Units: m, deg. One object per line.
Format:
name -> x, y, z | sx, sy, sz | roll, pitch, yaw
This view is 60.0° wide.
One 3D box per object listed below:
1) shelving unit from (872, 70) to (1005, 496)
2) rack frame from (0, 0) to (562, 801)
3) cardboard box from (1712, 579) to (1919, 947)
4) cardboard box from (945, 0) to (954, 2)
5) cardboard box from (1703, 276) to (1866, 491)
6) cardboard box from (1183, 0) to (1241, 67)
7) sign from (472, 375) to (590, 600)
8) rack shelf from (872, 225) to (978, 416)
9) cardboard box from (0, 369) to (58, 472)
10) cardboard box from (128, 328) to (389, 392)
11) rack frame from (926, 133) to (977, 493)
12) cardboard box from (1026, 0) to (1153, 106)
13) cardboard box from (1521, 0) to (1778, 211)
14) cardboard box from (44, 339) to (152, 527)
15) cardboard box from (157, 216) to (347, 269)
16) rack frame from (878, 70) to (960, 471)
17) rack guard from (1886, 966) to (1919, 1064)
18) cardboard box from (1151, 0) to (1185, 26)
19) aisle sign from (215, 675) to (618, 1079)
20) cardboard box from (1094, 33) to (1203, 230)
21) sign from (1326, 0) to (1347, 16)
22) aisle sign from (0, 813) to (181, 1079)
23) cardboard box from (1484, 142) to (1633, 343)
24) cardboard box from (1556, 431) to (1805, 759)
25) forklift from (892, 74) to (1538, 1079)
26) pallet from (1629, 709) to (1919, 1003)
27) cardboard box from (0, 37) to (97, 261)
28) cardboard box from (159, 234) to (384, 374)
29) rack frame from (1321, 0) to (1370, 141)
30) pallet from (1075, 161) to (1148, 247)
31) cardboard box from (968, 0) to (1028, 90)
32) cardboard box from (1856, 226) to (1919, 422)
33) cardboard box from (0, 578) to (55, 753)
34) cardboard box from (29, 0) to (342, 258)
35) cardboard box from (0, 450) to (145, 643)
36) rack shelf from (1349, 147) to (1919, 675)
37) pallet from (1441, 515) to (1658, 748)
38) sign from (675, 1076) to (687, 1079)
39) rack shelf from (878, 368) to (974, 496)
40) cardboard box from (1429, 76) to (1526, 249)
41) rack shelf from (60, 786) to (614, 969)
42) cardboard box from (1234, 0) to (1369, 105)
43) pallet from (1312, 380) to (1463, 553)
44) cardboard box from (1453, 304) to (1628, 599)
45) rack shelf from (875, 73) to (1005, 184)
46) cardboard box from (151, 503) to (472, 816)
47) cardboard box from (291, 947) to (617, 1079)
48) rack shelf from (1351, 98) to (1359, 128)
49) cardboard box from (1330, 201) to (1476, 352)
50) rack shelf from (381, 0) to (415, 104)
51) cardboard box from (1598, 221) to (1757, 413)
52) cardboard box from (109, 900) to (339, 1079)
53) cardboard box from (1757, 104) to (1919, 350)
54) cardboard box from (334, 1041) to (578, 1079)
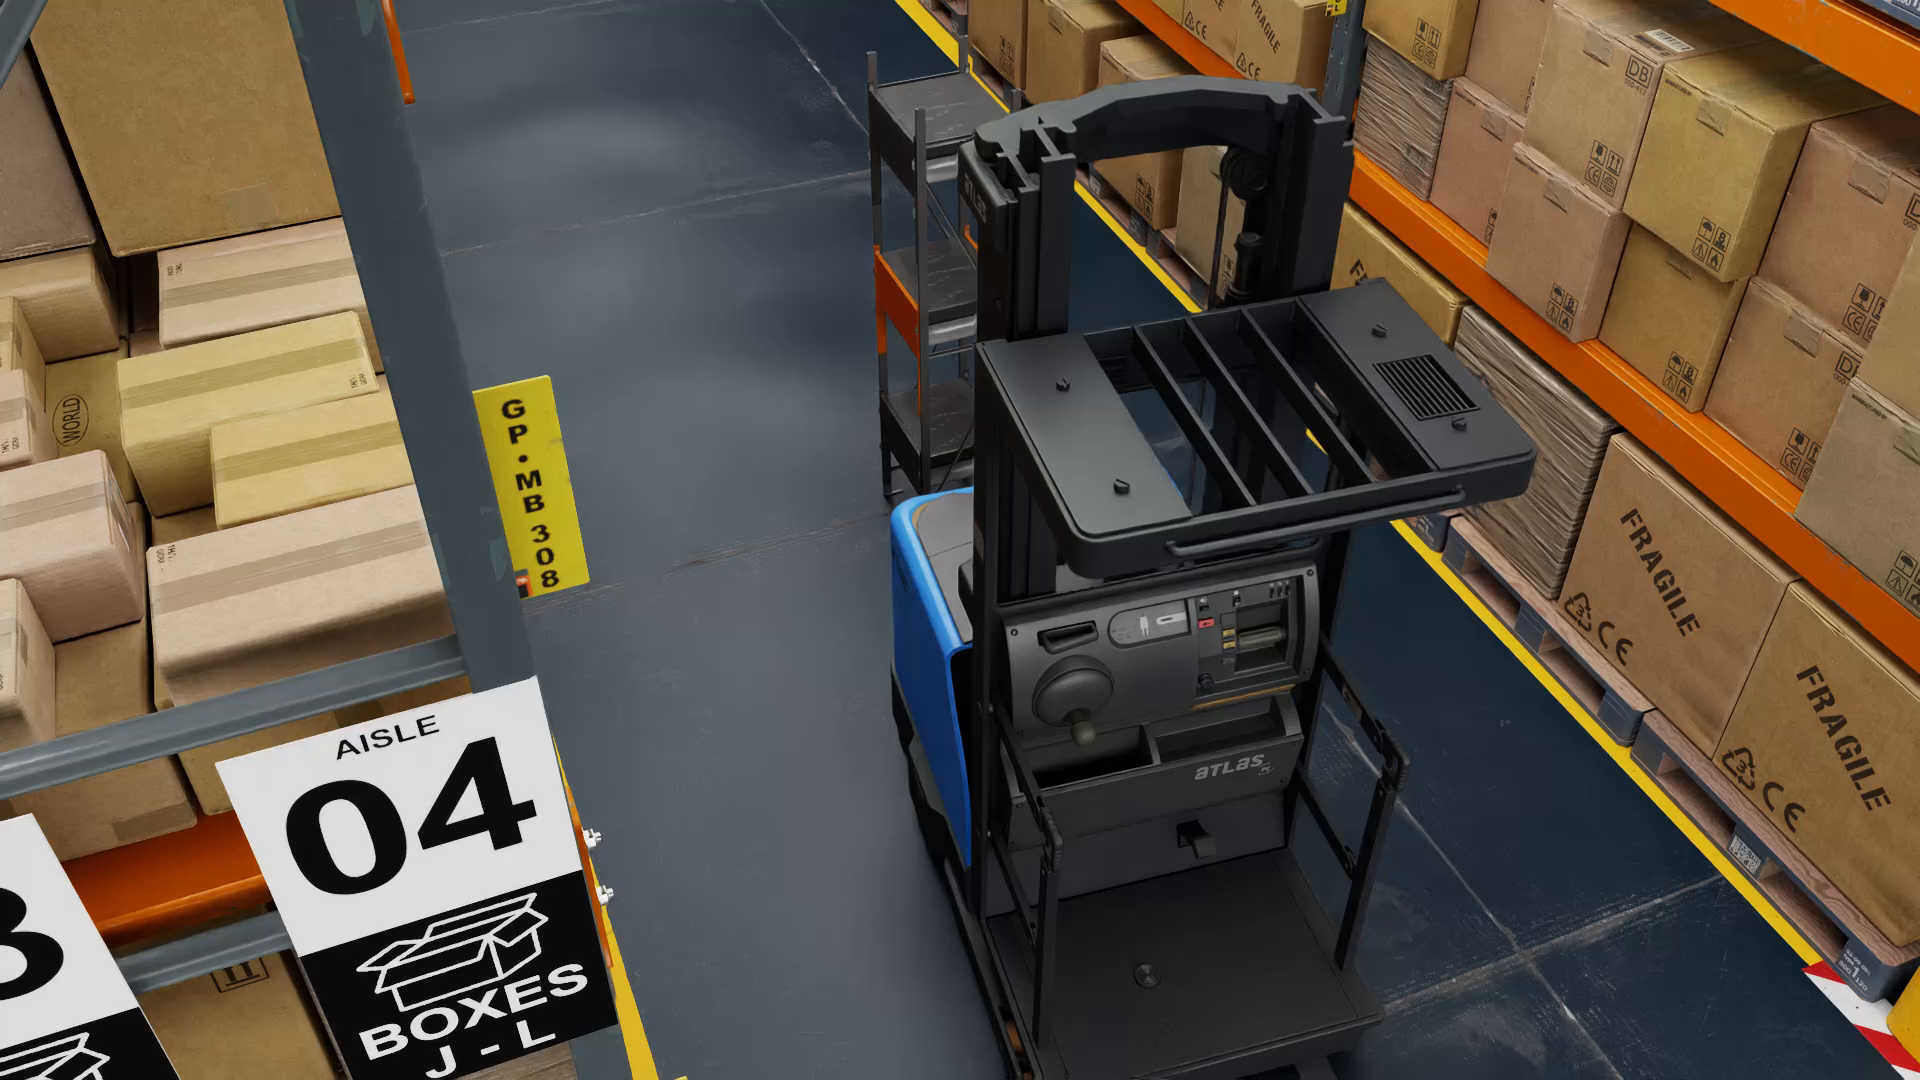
shelving unit -> 5.281, -3.592, 7.404 | 12.070, 5.092, 0.667 | -15, 43, -17
rack frame -> -1.030, -0.728, 1.195 | 1.000, 3.000, 0.127 | -15, 43, -17
cardboard box -> 3.271, 0.624, 5.531 | 0.875, 0.875, 0.875 | -15, 43, -17
cardboard box -> 0.037, -3.992, 11.186 | 0.500, 0.500, 0.500 | -15, 43, -17
cardboard box -> 3.079, -0.594, 5.525 | 0.875, 0.550, 0.550 | -15, 43, -17
cardboard box -> 1.421, -2.629, 7.930 | 0.500, 0.500, 0.500 | -16, 43, -17
sign -> -0.528, -0.058, 2.045 | 0.100, 0.325, 0.005 | -15, 43, -17
rack shelf -> -0.063, -0.885, 6.690 | 0.431, 0.518, 0.480 | -15, 43, -17
cardboard box -> -1.621, -0.098, 2.572 | 0.380, 0.149, 0.250 | -17, 43, -19
cardboard box -> -1.178, -0.198, 2.994 | 0.500, 0.250, 0.500 | -16, 43, -18
rack frame -> 0.031, -0.749, 6.511 | 0.380, 1.831, 0.006 | -15, 43, -17
cardboard box -> 1.018, -2.840, 9.656 | 1.050, 0.750, 0.750 | -14, 43, -16
cardboard box -> 2.568, -1.613, 5.882 | 0.875, 0.550, 0.550 | -15, 43, -17
cardboard box -> -1.643, -0.061, 2.835 | 0.500, 0.250, 0.500 | -15, 43, -17
cardboard box -> -1.269, -0.540, 3.085 | 0.380, 0.149, 0.250 | -15, 43, -17
rack frame -> -0.155, -1.043, 6.853 | 0.380, 1.831, 0.006 | -15, 43, -17
rack guard -> 3.601, 1.332, 5.317 | 1.175, 0.500, 0.348 | -15, 43, -17
cardboard box -> 1.228, -2.934, 8.284 | 0.500, 0.500, 0.500 | -15, 43, -16
aisle sign -> -0.729, 0.523, 2.347 | 0.394, 0.787, 0.004 | -15, 43, -17
cardboard box -> 1.375, -2.279, 9.003 | 1.050, 0.750, 0.750 | -15, 43, -17
sign -> 1.563, -2.307, 6.805 | 0.100, 0.325, 0.005 | -15, 43, -17
aisle sign -> -1.283, 0.673, 2.173 | 0.394, 0.787, 0.004 | -15, 43, -17
cardboard box -> 2.542, -1.197, 6.226 | 0.875, 0.550, 0.550 | -15, 43, -17
cardboard box -> 2.932, 0.095, 6.147 | 0.875, 0.875, 0.875 | -16, 43, -18
forklift -> 0.636, 0.401, 4.535 | 1.121, 2.935, 3.031 | -11, 42, -12
pallet -> 3.213, 0.965, 5.966 | 1.003, 0.211, 1.213 | -15, 43, -17
cardboard box -> -1.857, -0.802, 2.893 | 0.500, 0.500, 0.500 | -15, 43, -17
cardboard box -> -1.180, -0.392, 2.914 | 0.380, 0.149, 0.250 | -13, 42, -15
rack frame -> 2.061, -2.039, 7.321 | 1.000, 3.000, 0.127 | -15, 43, -17
pallet -> 1.226, -2.164, 9.605 | 1.003, 0.211, 1.213 | -15, 43, -17
cardboard box -> 0.680, -3.366, 10.267 | 1.050, 0.750, 0.750 | -16, 43, -17
cardboard box -> 3.190, -0.638, 4.748 | 0.875, 0.550, 0.550 | -15, 43, -17
cardboard box -> -1.424, 0.226, 2.196 | 0.380, 0.149, 0.250 | -15, 43, -17
cardboard box -> -1.348, -0.893, 2.999 | 0.500, 0.500, 0.500 | -15, 43, -17
cardboard box -> -1.415, 0.039, 2.412 | 0.380, 0.149, 0.250 | -16, 43, -18
rack shelf -> 2.826, -0.562, 6.155 | 1.077, 0.370, 4.000 | -15, 43, -17
pallet -> 2.750, 0.231, 6.819 | 1.003, 0.211, 1.213 | -15, 43, -17
sign -> -0.528, 1.083, 3.026 | 0.100, 0.325, 0.005 | -15, 43, -17
rack shelf -> -0.063, -0.355, 7.147 | 0.431, 0.518, 0.480 | -15, 43, -17
cardboard box -> 2.445, -1.551, 6.639 | 0.875, 0.550, 0.550 | -15, 43, -17
rack shelf -> -1.795, -0.523, 3.808 | 1.077, 0.370, 4.000 | -15, 43, -17
cardboard box -> 1.614, -2.325, 7.577 | 0.500, 0.500, 0.500 | -15, 43, -17
pallet -> 2.280, -0.505, 7.675 | 1.003, 0.211, 1.213 | -15, 43, -17
cardboard box -> 2.585, -0.455, 6.786 | 0.875, 0.875, 0.875 | -15, 43, -17
rack shelf -> -0.063, -1.520, 6.145 | 0.368, 0.174, 0.457 | -15, 43, -17
cardboard box -> -0.975, 0.111, 2.634 | 0.500, 0.250, 0.500 | -14, 43, -16
cardboard box -> -0.988, 0.617, 3.160 | 0.500, 0.500, 0.500 | -15, 43, -17
rack shelf -> 1.296, -3.046, 8.893 | 0.919, 0.124, 3.809 | -15, 43, -17
cardboard box -> 2.237, -0.997, 7.416 | 0.875, 0.875, 0.875 | -14, 43, -16
rack shelf -> -1.795, -1.659, 2.832 | 1.077, 0.370, 4.000 | -15, 43, -17
cardboard box -> 2.838, -0.902, 5.884 | 0.875, 0.550, 0.500 | -15, 43, -17
cardboard box -> -1.808, 0.653, 4.451 | 1.144, 2.239, 2.984 | -3, 41, -3
cardboard box -> 3.101, -1.009, 5.179 | 0.875, 0.550, 0.550 | -15, 43, -17
cardboard box -> -1.215, 1.058, 3.415 | 0.875, 0.500, 0.500 | -15, 43, -17
